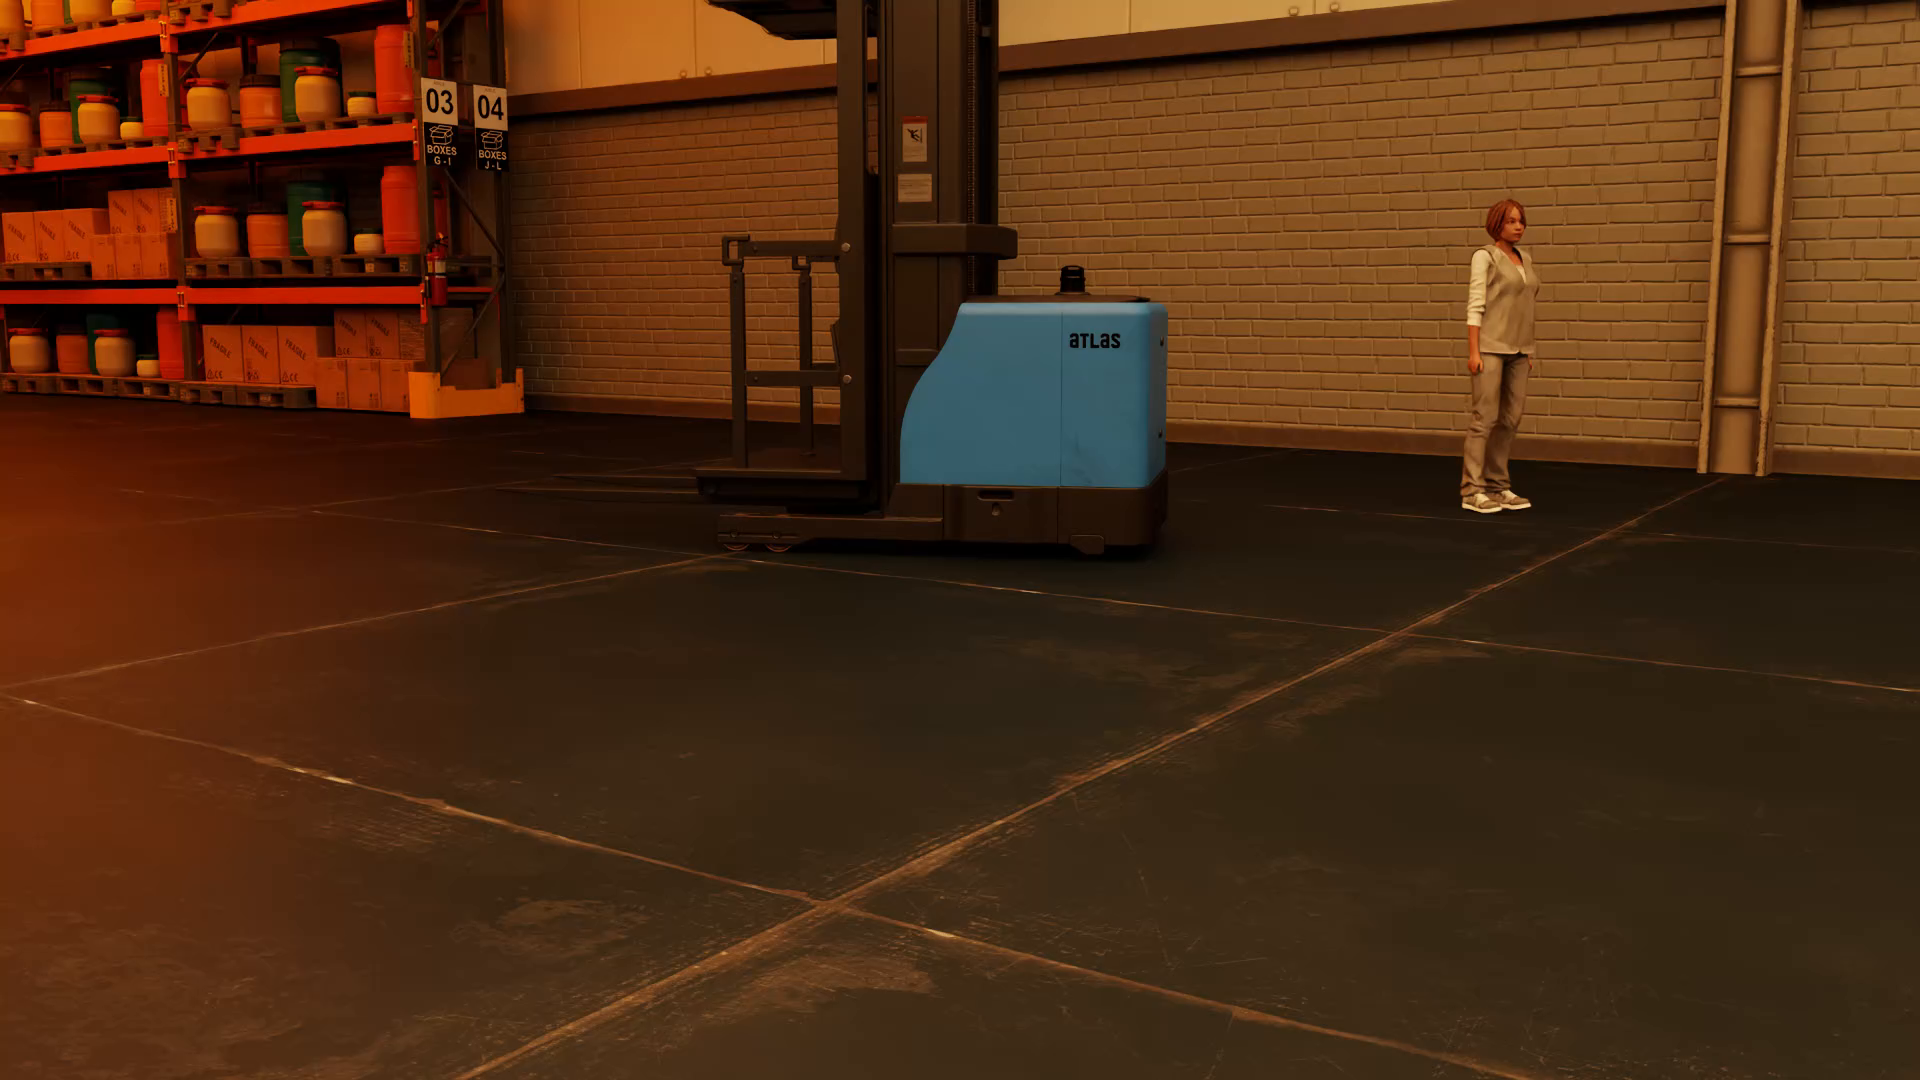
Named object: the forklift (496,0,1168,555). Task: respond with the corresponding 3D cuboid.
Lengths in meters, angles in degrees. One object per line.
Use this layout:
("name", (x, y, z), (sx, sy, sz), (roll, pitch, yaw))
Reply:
("forklift", (-0.596, -1.469, 7.520), (3.031, 2.935, 1.130), (2, 8, 12))

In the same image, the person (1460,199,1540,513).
("person", (2.803, -0.951, 8.608), (0.437, 1.603, 0.325), (-5, 9, -31))
